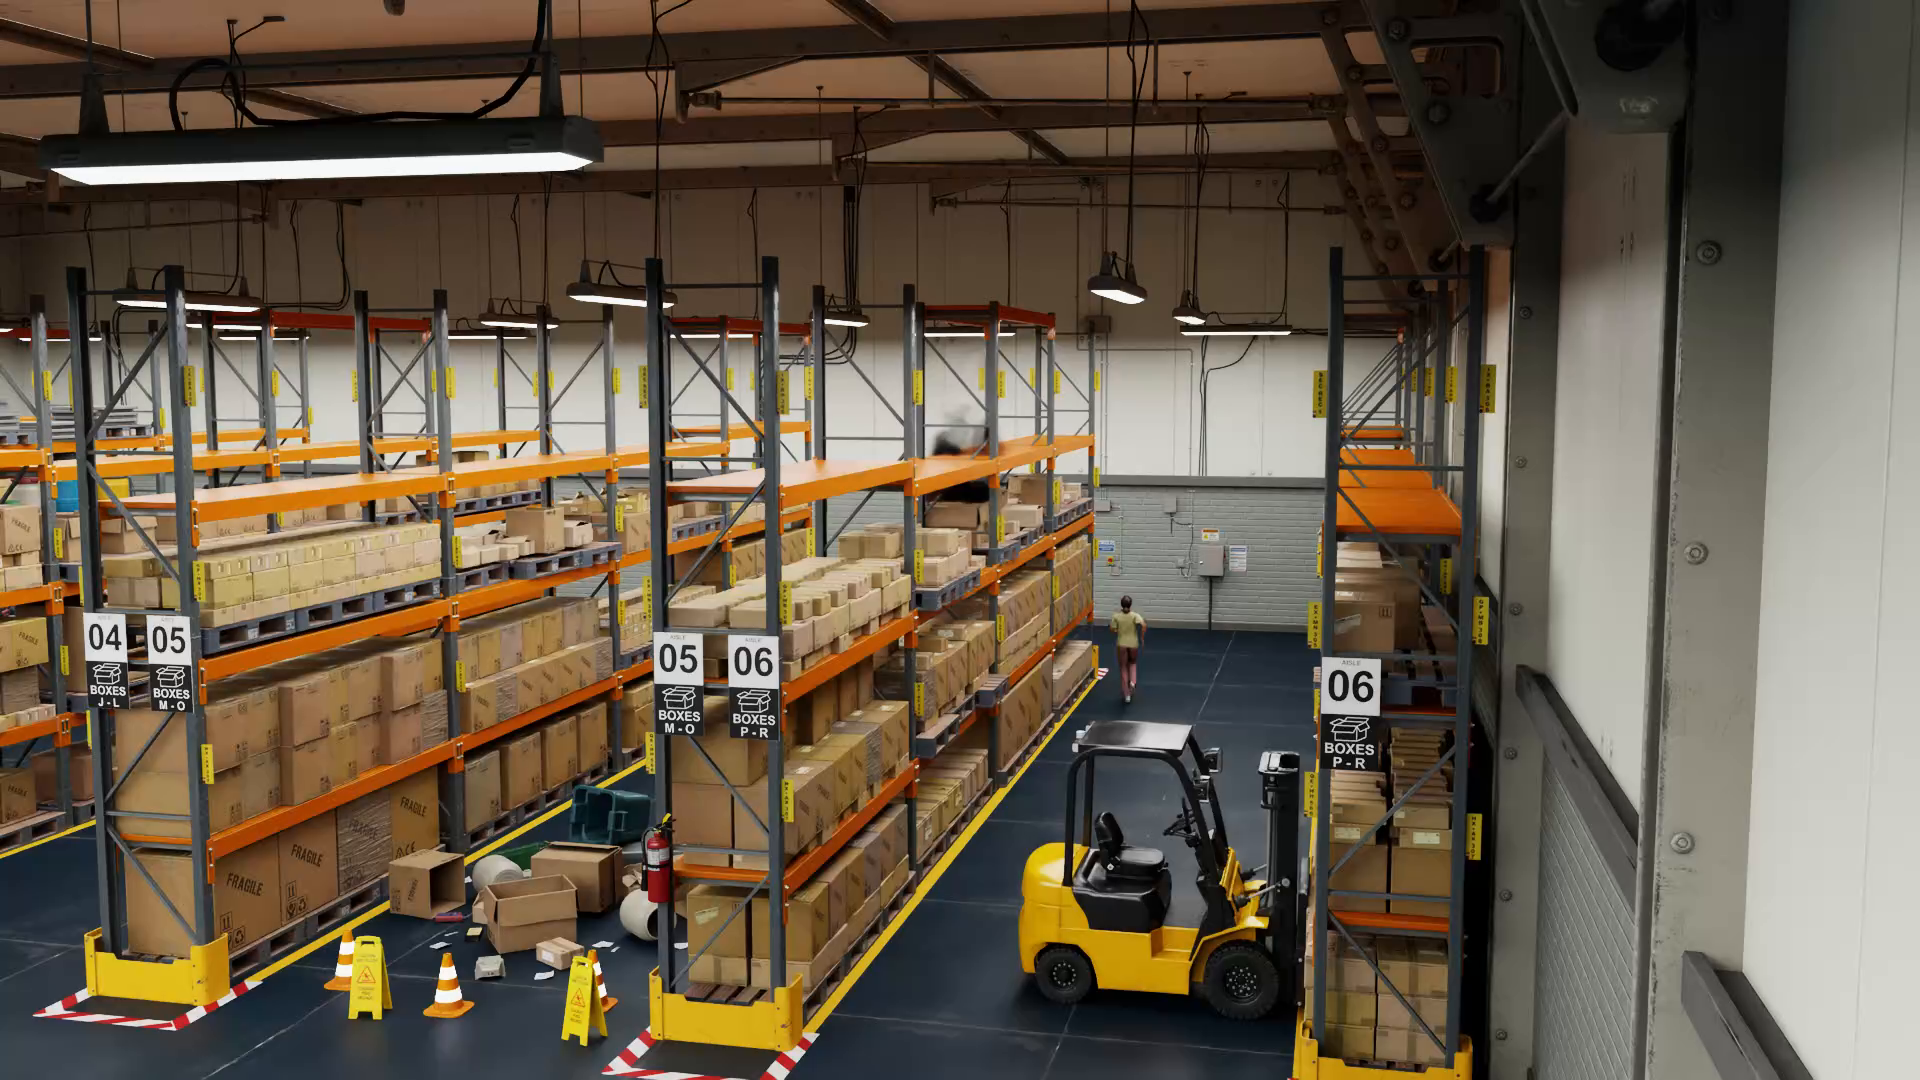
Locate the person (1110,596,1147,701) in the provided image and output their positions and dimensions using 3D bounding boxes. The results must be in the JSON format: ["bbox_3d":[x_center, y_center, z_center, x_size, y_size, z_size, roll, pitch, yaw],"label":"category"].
[{"bbox_3d":[2.636,1.682,26.182,0.565,1.639,0.599,0,6,1],"label":"person"}]
